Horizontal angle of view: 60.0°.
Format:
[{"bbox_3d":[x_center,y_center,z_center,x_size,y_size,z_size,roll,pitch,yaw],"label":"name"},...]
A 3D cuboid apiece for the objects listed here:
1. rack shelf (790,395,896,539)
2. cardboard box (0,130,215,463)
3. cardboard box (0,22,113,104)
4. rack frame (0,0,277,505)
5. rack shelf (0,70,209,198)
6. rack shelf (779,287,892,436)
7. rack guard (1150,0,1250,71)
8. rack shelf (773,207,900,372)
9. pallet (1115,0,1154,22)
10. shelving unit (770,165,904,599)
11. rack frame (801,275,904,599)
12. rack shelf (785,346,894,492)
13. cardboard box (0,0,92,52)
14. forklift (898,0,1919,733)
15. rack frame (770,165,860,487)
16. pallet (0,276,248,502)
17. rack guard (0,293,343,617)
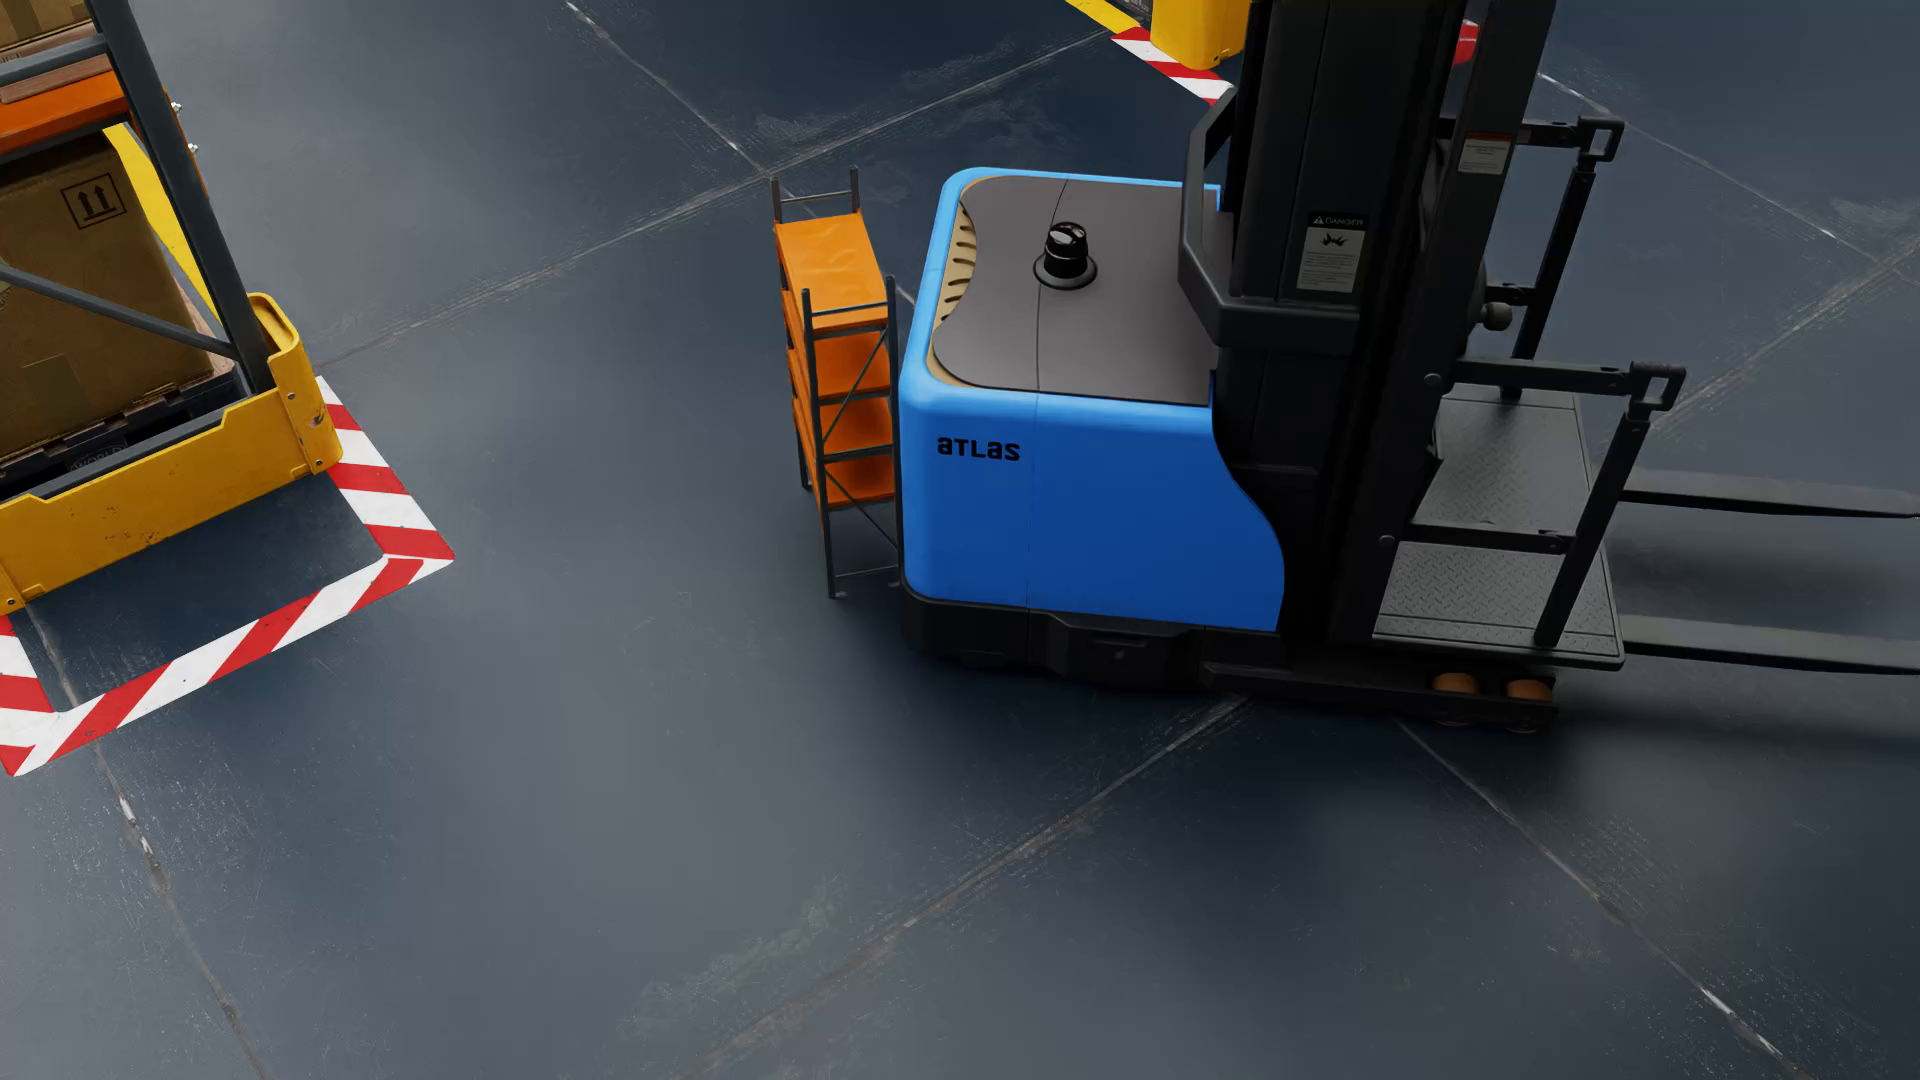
[{"bbox_3d":[-0.341,-0.246,5.022,0.258,0.148,0.480,-10,49,-9],"label":"rack shelf"},{"bbox_3d":[-3.051,-0.898,5.190,0.875,0.875,0.875,-29,54,-24],"label":"cardboard box"},{"bbox_3d":[-2.552,-1.402,4.666,0.380,0.149,0.250,-29,54,-24],"label":"cardboard box"},{"bbox_3d":[-2.600,-1.129,4.249,1.000,3.000,0.127,-29,54,-24],"label":"rack frame"},{"bbox_3d":[-3.811,-2.067,5.584,1.077,0.370,4.000,-29,54,-24],"label":"rack shelf"},{"bbox_3d":[-0.341,-0.529,4.709,0.258,0.148,0.480,-10,49,-9],"label":"rack shelf"},{"bbox_3d":[1.367,-2.503,7.181,1.175,0.500,0.348,-29,54,-24],"label":"rack guard"},{"bbox_3d":[-0.341,-0.688,4.534,0.258,0.148,0.480,-10,49,-9],"label":"rack shelf"},{"bbox_3d":[0.874,-2.918,7.753,1.003,0.211,1.213,-29,54,-24],"label":"pallet"},{"bbox_3d":[-0.341,-0.424,4.825,0.258,1.200,0.503,-10,49,-9],"label":"shelving unit"},{"bbox_3d":[-0.284,-0.248,4.665,0.240,1.200,0.015,-10,49,-9],"label":"rack frame"},{"bbox_3d":[-0.341,-0.379,4.874,0.258,0.148,0.480,-10,49,-9],"label":"rack shelf"},{"bbox_3d":[-2.675,-1.583,4.560,0.500,0.250,0.500,-31,55,-25],"label":"cardboard box"},{"bbox_3d":[1.386,-0.854,4.046,3.031,2.935,1.130,5,48,5],"label":"forklift"},{"bbox_3d":[-0.399,-0.600,4.984,0.240,1.200,0.015,-10,49,-9],"label":"rack frame"},{"bbox_3d":[-3.146,-0.629,5.677,1.003,0.211,1.213,-29,54,-24],"label":"pallet"},{"bbox_3d":[-2.585,-0.275,5.162,1.175,0.500,0.348,-29,54,-24],"label":"rack guard"}]
